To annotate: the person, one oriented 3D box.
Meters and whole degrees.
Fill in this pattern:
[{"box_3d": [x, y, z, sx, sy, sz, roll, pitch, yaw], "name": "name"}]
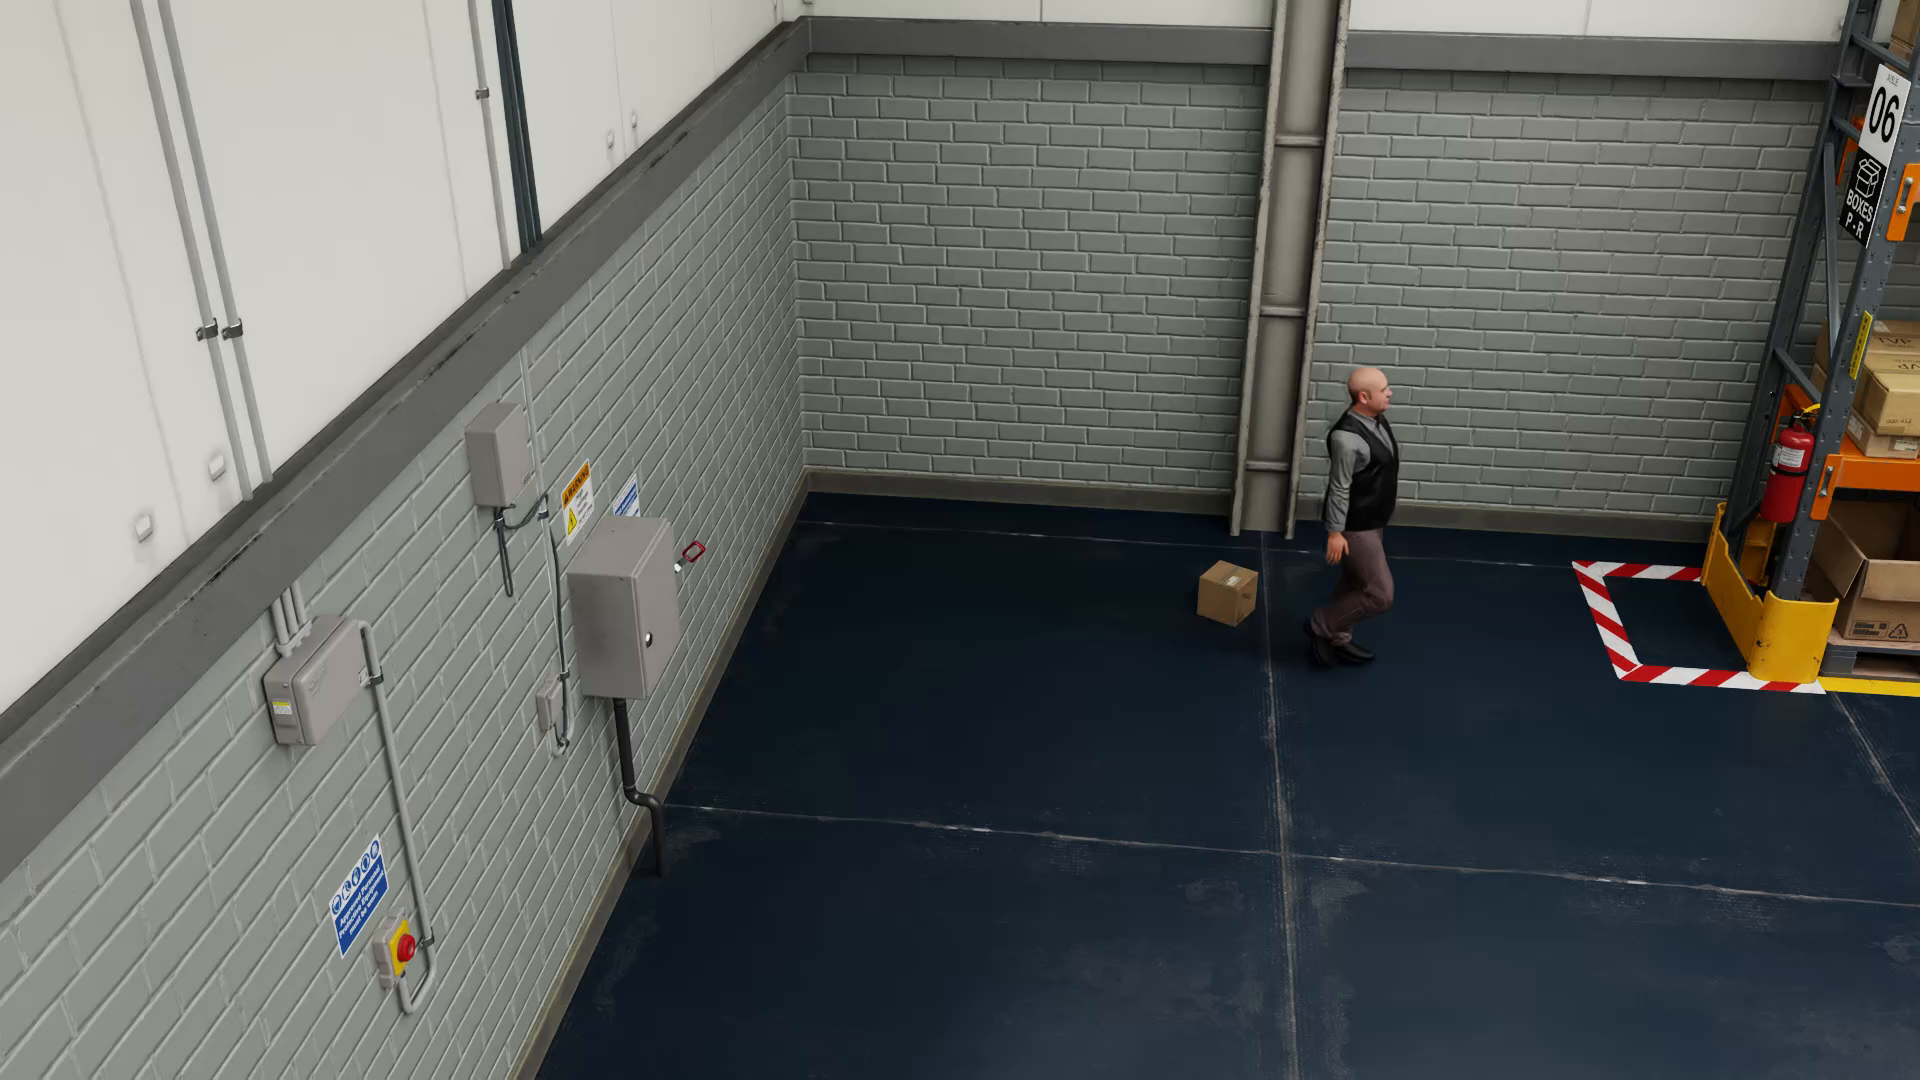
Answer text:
[{"box_3d": [2.126, -0.094, 8.761, 0.466, 1.711, 0.570, 14, 31, 24], "name": "person"}]
